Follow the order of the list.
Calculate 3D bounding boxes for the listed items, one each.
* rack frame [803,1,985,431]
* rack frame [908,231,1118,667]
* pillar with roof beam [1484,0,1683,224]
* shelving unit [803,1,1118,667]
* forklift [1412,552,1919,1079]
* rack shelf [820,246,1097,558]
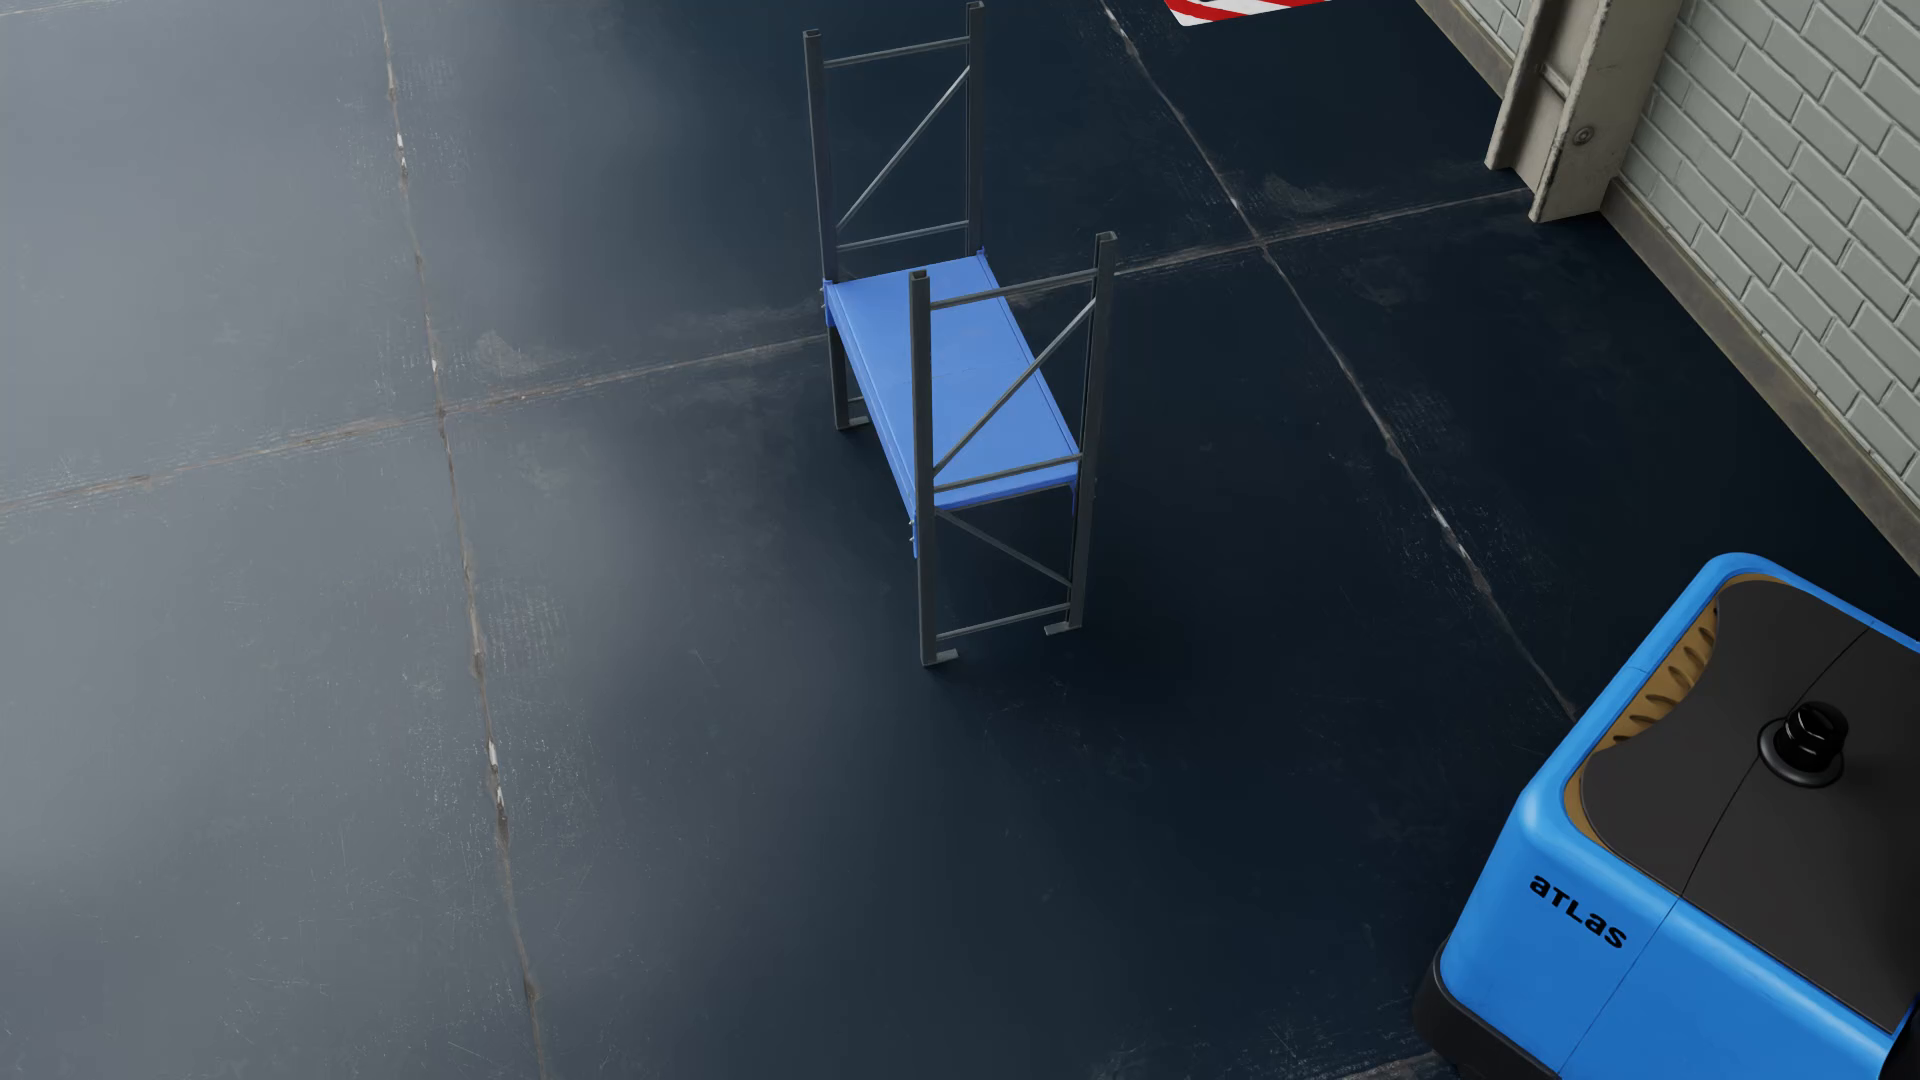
[{"bbox_3d":[-0.176,-0.917,5.042,0.500,1.500,0.032,-13,51,-11],"label":"rack frame"},{"bbox_3d":[0.125,-0.174,4.416,0.500,1.500,0.032,-13,51,-11],"label":"rack frame"},{"bbox_3d":[-1.862,-3.296,2.143,9.100,9.000,0.400,-13,51,-11],"label":"pillar with roof beam"},{"bbox_3d":[-0.025,-0.546,4.729,0.538,1.500,1.048,-13,51,-11],"label":"shelving unit"},{"bbox_3d":[2.558,0.784,2.672,3.031,2.935,1.130,35,58,26],"label":"forklift"},{"bbox_3d":[-0.025,-0.430,4.867,0.538,0.185,1.000,-13,51,-11],"label":"rack shelf"}]
